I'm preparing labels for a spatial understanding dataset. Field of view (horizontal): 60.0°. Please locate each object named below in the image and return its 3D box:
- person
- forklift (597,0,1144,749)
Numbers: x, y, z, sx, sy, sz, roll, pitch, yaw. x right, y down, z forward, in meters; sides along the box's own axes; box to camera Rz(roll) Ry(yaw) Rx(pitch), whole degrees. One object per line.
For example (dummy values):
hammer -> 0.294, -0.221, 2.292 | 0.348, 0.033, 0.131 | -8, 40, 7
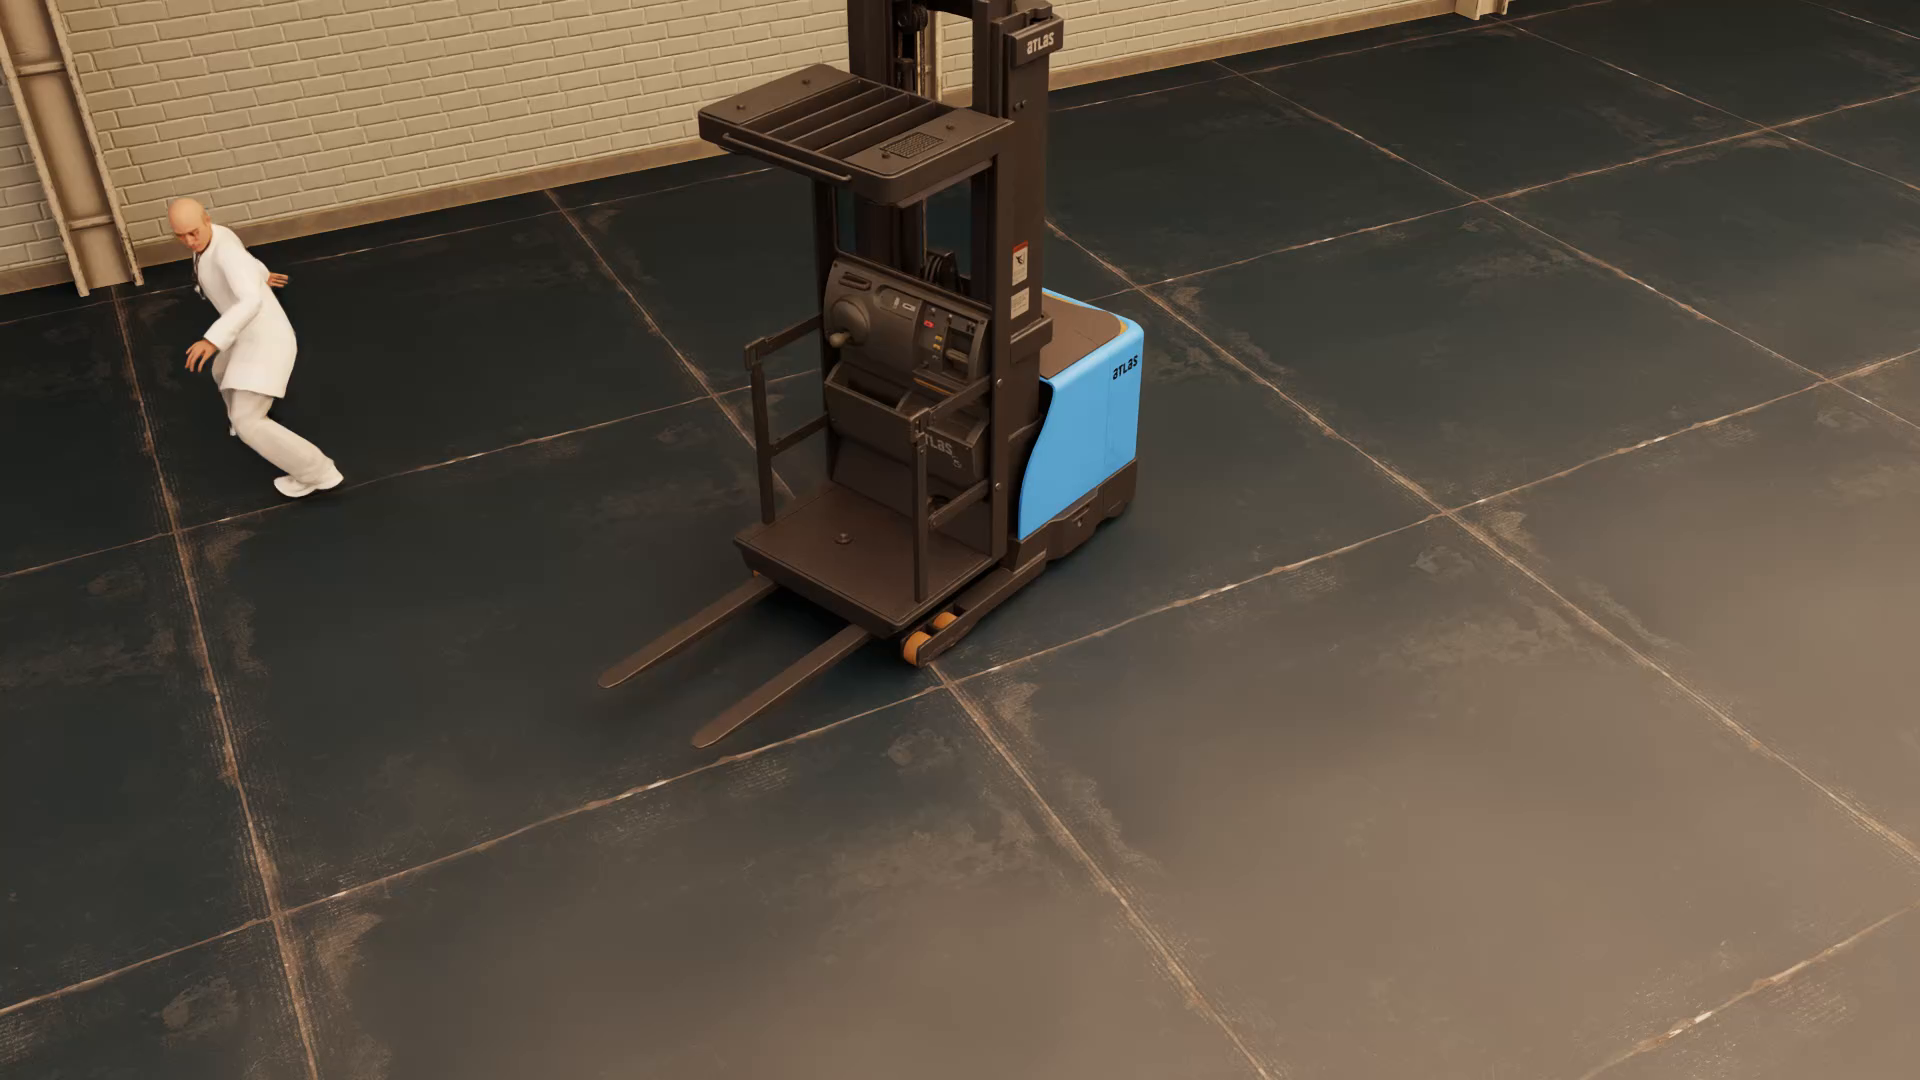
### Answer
person -> -3.790, -1.042, 8.838 | 0.592, 1.728, 1.156 | -15, 38, -20
forklift -> -0.390, -0.927, 7.434 | 1.130, 2.935, 3.031 | 26, 43, 31
